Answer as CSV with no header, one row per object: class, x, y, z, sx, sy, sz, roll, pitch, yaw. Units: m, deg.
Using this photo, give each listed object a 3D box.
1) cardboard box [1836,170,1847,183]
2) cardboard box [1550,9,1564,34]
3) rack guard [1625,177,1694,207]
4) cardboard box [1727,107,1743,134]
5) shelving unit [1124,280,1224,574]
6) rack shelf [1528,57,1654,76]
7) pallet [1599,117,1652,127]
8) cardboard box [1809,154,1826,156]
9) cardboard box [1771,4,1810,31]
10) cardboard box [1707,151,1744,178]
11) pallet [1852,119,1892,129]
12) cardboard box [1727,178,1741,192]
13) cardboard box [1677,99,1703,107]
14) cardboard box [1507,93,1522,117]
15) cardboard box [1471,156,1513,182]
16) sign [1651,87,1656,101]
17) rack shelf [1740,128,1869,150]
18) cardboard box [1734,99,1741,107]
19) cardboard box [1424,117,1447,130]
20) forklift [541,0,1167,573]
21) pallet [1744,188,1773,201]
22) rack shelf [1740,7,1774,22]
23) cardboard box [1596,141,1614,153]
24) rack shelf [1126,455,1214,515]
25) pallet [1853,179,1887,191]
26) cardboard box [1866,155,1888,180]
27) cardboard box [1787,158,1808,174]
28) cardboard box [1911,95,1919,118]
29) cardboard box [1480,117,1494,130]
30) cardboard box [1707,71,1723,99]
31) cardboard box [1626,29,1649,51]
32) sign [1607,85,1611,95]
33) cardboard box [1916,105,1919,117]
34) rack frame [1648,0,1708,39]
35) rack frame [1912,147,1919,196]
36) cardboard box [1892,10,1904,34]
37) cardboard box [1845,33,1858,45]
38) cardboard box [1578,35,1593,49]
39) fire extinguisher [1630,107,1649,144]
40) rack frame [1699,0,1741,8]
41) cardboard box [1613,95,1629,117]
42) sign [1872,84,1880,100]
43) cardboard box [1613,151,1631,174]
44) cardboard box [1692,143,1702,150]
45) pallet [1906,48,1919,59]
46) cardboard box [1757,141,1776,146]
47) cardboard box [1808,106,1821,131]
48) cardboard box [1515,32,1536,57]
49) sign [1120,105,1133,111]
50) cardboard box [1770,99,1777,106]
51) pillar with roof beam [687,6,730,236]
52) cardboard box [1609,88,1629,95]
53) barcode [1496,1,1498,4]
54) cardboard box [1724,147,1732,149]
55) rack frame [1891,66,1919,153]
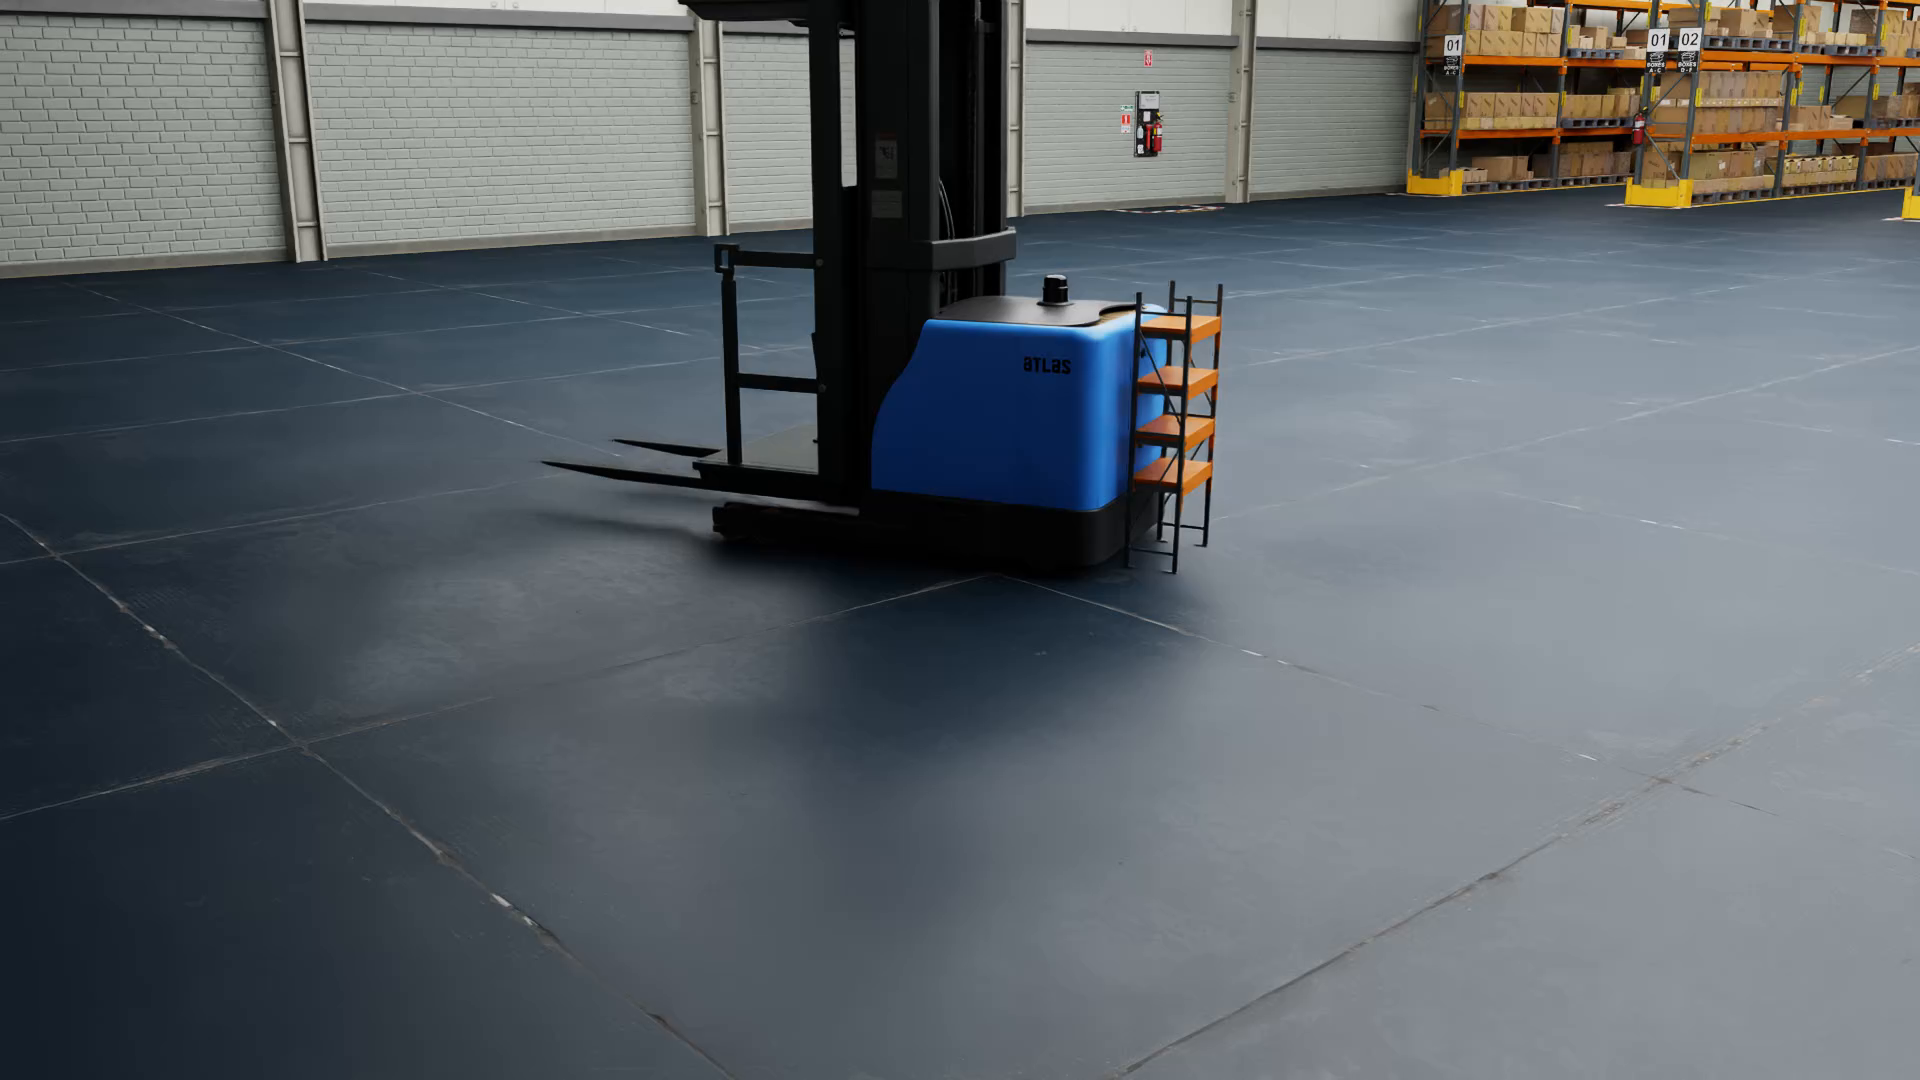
cardboard box,18.610,-7.784,35.593,0.500,0.250,0.500,-13,20,-40
cardboard box,12.762,-11.273,36.157,0.500,0.500,0.500,14,20,42
rack guard,13.181,-6.567,31.367,0.348,0.500,1.175,-13,19,-39
cardboard box,14.725,-8.167,32.317,0.500,0.500,0.700,-12,19,-38
shelving unit,0.939,-0.505,7.304,0.258,1.200,0.503,8,17,23
rack shelf,14.470,-10.861,38.179,4.000,0.370,1.077,-13,19,-39
pallet,15.511,-9.864,39.236,1.003,0.211,1.213,-13,19,-39
cardboard box,18.646,-8.248,36.243,0.500,0.311,0.500,-12,19,-38
cardboard box,16.707,-10.495,33.440,0.500,0.500,0.500,-12,19,-39
cardboard box,14.883,-7.317,32.391,0.500,0.500,0.500,-13,19,-39
pallet,19.699,-9.170,36.639,1.003,0.211,1.213,-13,19,-39
cardboard box,14.882,-6.955,32.488,0.500,0.250,0.500,-13,19,-39
cardboard box,13.636,-8.165,31.055,0.250,0.149,0.380,-13,20,-40
cardboard box,11.656,-9.322,35.637,0.500,0.500,0.500,-12,19,-38
cardboard box,11.541,-8.058,36.097,0.500,0.500,0.700,-14,21,-43
sign,16.342,-10.515,39.213,0.005,0.325,0.100,-13,19,-39
rack shelf,17.725,-8.448,34.958,4.000,0.370,1.077,-13,19,-39
cardboard box,14.796,-8.425,32.029,0.250,0.149,0.380,-12,19,-39
cardboard box,10.169,-8.797,35.122,0.500,0.250,0.500,-12,19,-39
forklift,-0.593,-1.511,7.727,3.031,2.935,1.130,7,16,24
pallet,15.589,-6.983,33.482,1.213,0.211,1.003,-13,19,-39
rack shelf,20.505,-13.472,42.917,4.000,0.370,1.077,-13,19,-39
cardboard box,14.999,-9.249,39.100,0.500,0.250,0.500,-12,19,-38
rack shelf,0.934,-0.249,7.375,0.258,0.148,0.480,8,17,23
pallet,19.822,-7.906,36.939,1.213,0.211,1.003,-13,19,-39
cardboard box,20.156,-8.250,36.816,0.500,0.500,0.500,-14,20,-41
cardboard box,17.073,-7.707,34.219,0.500,0.311,0.500,-13,20,-40
cardboard box,21.747,-10.026,38.466,0.700,0.500,0.500,8,17,28
cardboard box,10.903,-8.791,35.102,0.500,0.250,0.500,-13,20,-41
cardboard box,13.992,-8.630,31.537,0.500,0.500,0.700,-13,20,-41
cardboard box,16.300,-11.900,39.628,0.700,0.500,0.500,14,21,43
sign,15.612,-10.765,39.994,0.005,0.325,0.100,-13,19,-39
cardboard box,22.460,-9.995,39.161,0.500,0.500,0.500,-12,19,-38
rack frame,13.199,-10.677,30.285,0.127,3.000,1.000,-13,19,-39
rack frame,16.447,-6.814,27.447,0.127,3.000,1.000,-13,19,-39
cardboard box,20.336,-11.360,36.523,0.500,0.500,0.500,-13,19,-39
cardboard box,18.545,-10.534,35.037,0.500,0.250,0.500,-12,19,-38
cardboard box,13.891,-11.211,37.454,0.500,0.311,0.500,-12,19,-38
fire extinguisher,12.805,-7.812,31.333,0.183,0.674,0.296,-13,19,-39
rack frame,18.997,-13.674,41.504,0.127,3.000,1.000,-13,19,-39
cardboard box,15.227,-10.177,38.992,0.700,0.500,0.500,14,20,42
sign,19.601,-9.586,35.581,0.005,0.325,0.100,-13,19,-39
cardboard box,15.470,-8.971,39.512,0.500,0.500,0.700,-12,19,-39
cardboard box,17.923,-9.653,41.428,0.750,0.750,0.750,-12,19,-38
pallet,20.933,-10.897,37.285,1.003,0.211,1.213,-13,19,-39
cardboard box,21.382,-10.523,44.106,0.250,0.149,0.380,-12,19,-38
cardboard box,17.582,-8.806,34.710,0.500,0.500,0.500,-13,19,-39
cardboard box,11.960,-10.609,35.611,0.500,0.500,0.500,-14,20,-41
sign,3.013,-7.801,30.045,0.331,0.109,0.001,-13,19,-39
cardboard box,15.964,-8.689,33.016,0.250,0.149,0.380,-13,20,-41
pillar with roof beam,-0.849,-8.041,20.415,0.400,9.000,9.100,-13,19,-39
cardboard box,15.506,-10.550,39.132,0.380,0.149,0.250,12,19,38
barcode,11.631,-11.635,36.004,0.075,0.075,0.001,-13,19,-39
cardboard box,19.628,-9.877,42.946,0.500,0.500,0.700,-12,19,-39
rack frame,22.251,-9.812,38.670,0.127,3.000,1.000,-13,19,-39
